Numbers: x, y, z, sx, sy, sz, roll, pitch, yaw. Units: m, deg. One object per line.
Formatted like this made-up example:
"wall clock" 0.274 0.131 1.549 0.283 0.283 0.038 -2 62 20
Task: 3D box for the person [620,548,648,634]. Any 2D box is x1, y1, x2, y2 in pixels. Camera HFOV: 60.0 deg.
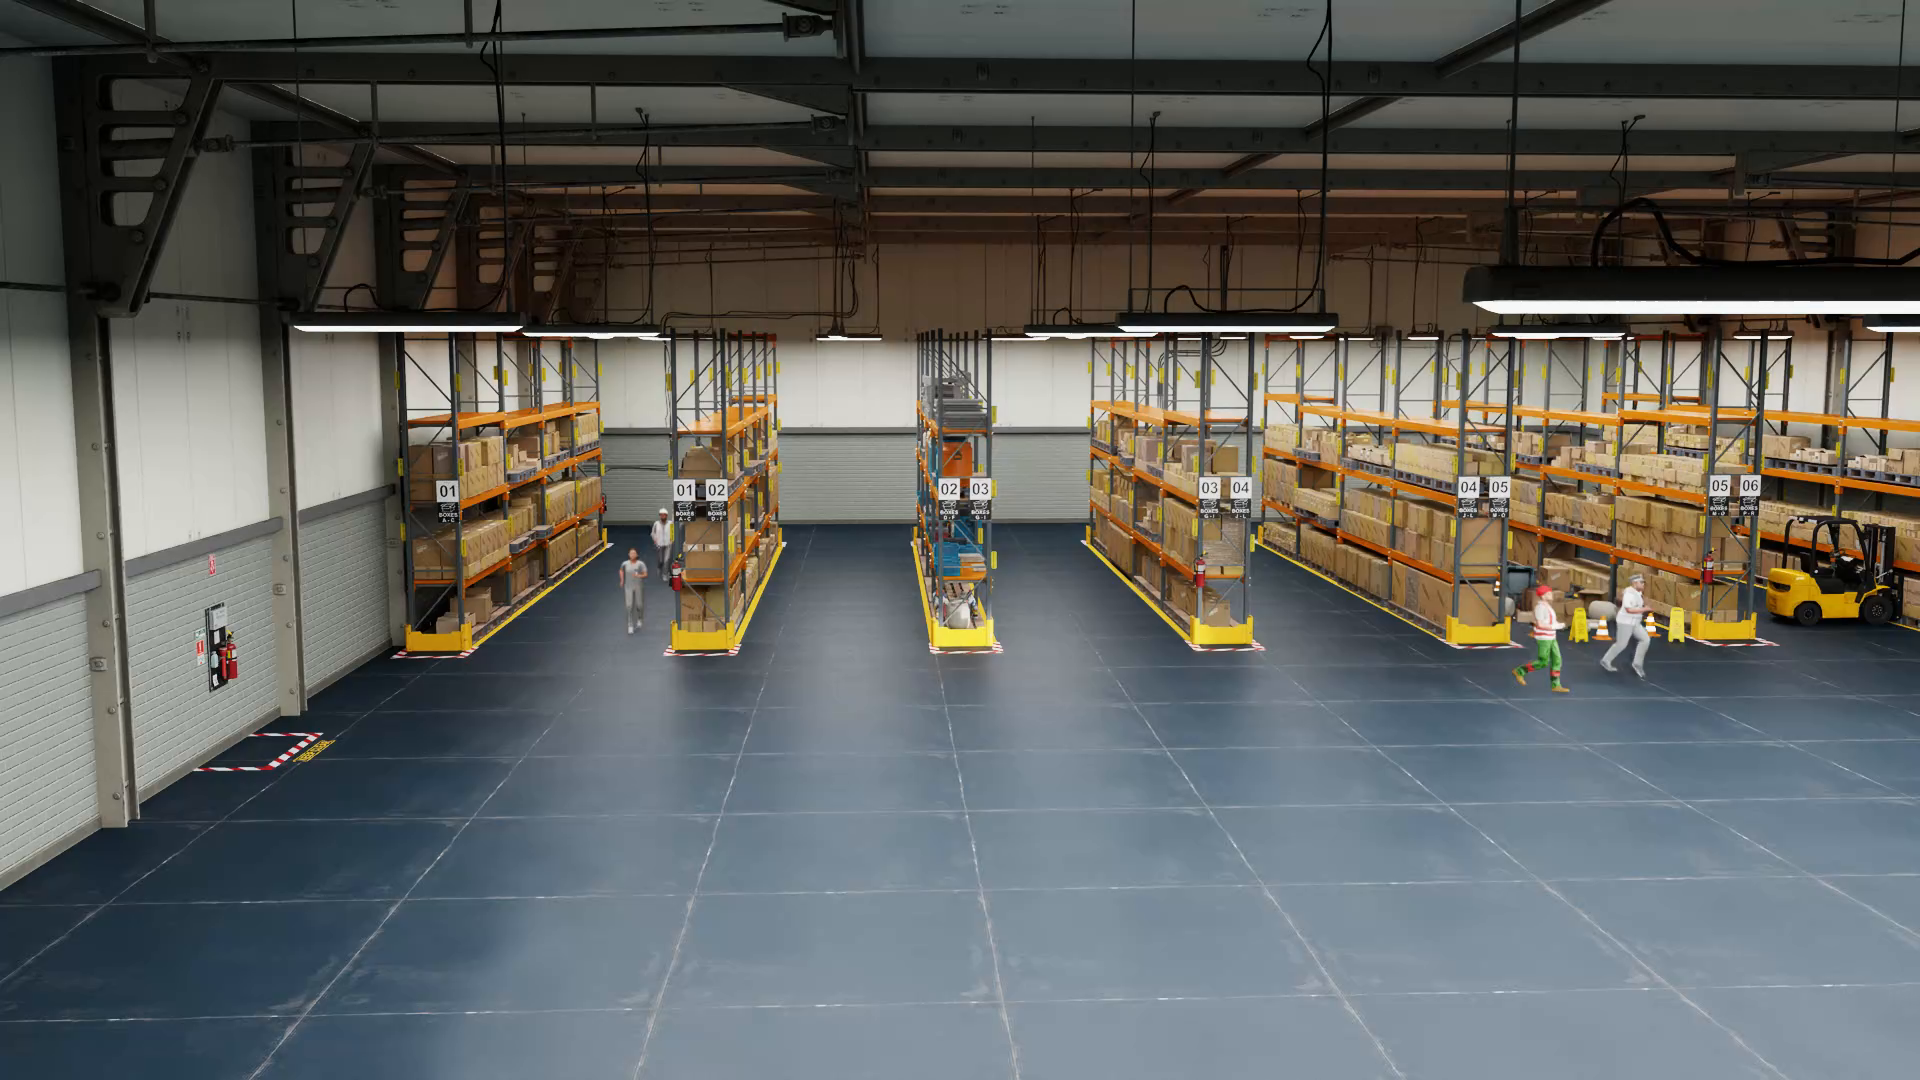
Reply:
"person" -6.494 0.976 33.102 0.564 1.649 0.969 -1 7 -6

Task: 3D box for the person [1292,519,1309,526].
"person" 10.015 -0.798 48.852 0.603 1.597 0.609 -6 9 -41

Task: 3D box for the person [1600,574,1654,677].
"person" 11.563 1.471 28.804 0.874 1.828 0.686 5 9 38

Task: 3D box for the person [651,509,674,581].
"person" -7.164 0.112 40.408 0.661 1.751 0.637 -1 7 -6

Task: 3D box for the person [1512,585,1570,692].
"person" 9.607 1.624 27.379 0.908 1.764 0.669 4 8 31
